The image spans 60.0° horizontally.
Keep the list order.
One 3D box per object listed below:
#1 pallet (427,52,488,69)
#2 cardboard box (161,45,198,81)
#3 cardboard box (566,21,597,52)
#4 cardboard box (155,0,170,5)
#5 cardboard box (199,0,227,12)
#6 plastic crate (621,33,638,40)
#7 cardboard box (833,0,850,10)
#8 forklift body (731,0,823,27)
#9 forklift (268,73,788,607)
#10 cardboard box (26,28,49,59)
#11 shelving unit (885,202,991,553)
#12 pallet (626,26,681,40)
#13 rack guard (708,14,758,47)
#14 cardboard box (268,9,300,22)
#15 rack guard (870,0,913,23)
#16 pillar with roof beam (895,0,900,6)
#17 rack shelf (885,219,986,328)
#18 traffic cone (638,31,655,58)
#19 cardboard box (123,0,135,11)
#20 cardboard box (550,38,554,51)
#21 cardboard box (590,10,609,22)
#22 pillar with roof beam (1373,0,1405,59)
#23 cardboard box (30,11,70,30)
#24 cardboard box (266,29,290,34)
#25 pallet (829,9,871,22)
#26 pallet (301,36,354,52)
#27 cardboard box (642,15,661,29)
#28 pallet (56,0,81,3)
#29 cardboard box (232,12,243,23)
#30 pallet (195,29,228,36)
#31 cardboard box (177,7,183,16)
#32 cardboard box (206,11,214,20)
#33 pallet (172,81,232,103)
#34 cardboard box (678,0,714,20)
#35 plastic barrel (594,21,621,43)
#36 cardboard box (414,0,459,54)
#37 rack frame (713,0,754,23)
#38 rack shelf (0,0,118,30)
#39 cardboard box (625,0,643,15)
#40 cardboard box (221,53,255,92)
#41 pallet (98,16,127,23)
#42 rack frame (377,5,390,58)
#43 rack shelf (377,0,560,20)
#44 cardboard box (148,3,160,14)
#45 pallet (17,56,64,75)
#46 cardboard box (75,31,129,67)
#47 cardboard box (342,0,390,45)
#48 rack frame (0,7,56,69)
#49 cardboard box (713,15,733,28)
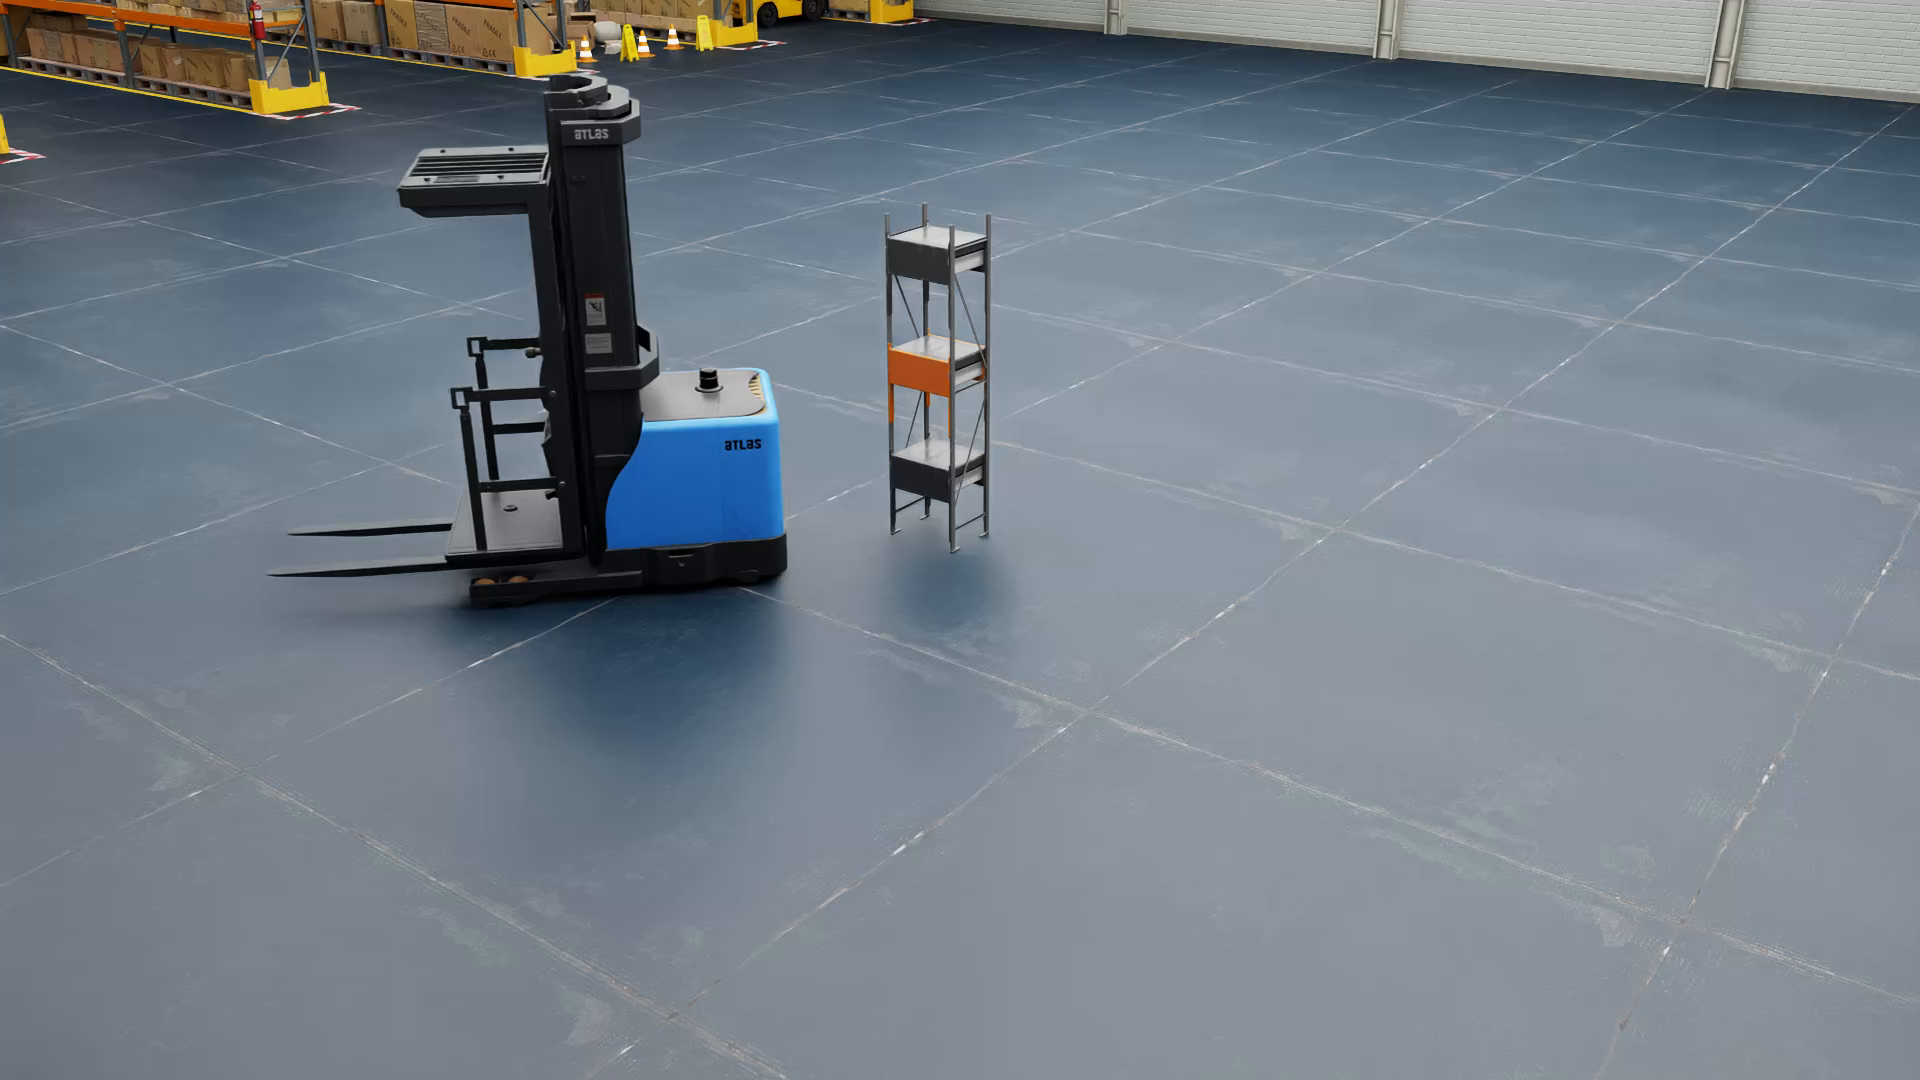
[{"bbox_3d":[-9.049,-8.905,30.700,1.213,0.211,1.003,17,29,33],"label":"pallet"},{"bbox_3d":[-12.888,-7.912,27.567,0.500,0.500,0.500,-16,28,-31],"label":"cardboard box"},{"bbox_3d":[-7.427,-9.805,32.380,0.637,0.503,0.797,-1,24,-3],"label":"cardboard box"},{"bbox_3d":[-12.485,-8.942,26.832,0.500,0.500,0.875,17,29,33],"label":"cardboard box"},{"bbox_3d":[-11.342,-8.548,25.938,0.500,0.500,0.875,17,29,33],"label":"cardboard box"},{"bbox_3d":[-6.939,-10.327,34.088,0.583,0.080,0.402,7,25,15],"label":"plastic crate"},{"bbox_3d":[-2.487,-12.011,37.179,0.500,0.250,0.500,17,29,33],"label":"cardboard box"},{"bbox_3d":[-4.140,-12.424,36.279,1.214,2.155,2.313,17,29,33],"label":"forklift body"},{"bbox_3d":[-2.622,-1.172,9.775,3.031,2.935,1.130,-4,24,-9],"label":"forklift"},{"bbox_3d":[-16.300,-8.979,29.963,0.500,0.500,0.700,15,28,31],"label":"cardboard box"},{"bbox_3d":[-0.132,-1.001,10.418,0.503,2.100,0.431,17,29,33],"label":"shelving unit"},{"bbox_3d":[-6.165,-10.585,34.512,1.213,0.211,1.003,17,29,33],"label":"pallet"},{"bbox_3d":[-4.564,-10.214,33.312,0.348,0.500,1.175,17,29,33],"label":"rack guard"},{"bbox_3d":[-10.531,-8.173,25.891,0.250,0.149,0.380,17,29,33],"label":"cardboard box"},{"bbox_3d":[-1.510,-11.792,36.894,0.348,0.500,1.175,17,29,33],"label":"rack guard"},{"bbox_3d":[-4.127,-14.758,33.083,0.400,9.000,9.100,17,29,33],"label":"pillar with roof beam"},{"bbox_3d":[-0.132,-1.629,10.141,0.480,0.518,0.431,17,29,33],"label":"rack shelf"},{"bbox_3d":[-6.014,-9.426,31.570,0.334,0.463,0.336,17,29,33],"label":"traffic cone"},{"bbox_3d":[-13.463,-8.781,27.271,0.250,0.149,0.380,17,29,33],"label":"cardboard box"},{"bbox_3d":[-8.111,-9.613,32.238,0.396,0.266,0.258,-21,31,-39],"label":"cardboard box"},{"bbox_3d":[-7.393,-11.011,34.910,0.500,0.250,0.500,15,28,31],"label":"cardboard box"},{"bbox_3d":[5.475,-11.856,26.497,0.400,9.000,9.100,17,29,33],"label":"pillar with roof beam"},{"bbox_3d":[-16.294,-9.325,29.819,0.500,0.250,0.500,18,30,35],"label":"cardboard box"},{"bbox_3d":[-13.359,-10.639,33.446,0.750,0.750,1.050,16,29,33],"label":"cardboard box"},{"bbox_3d":[-2.166,-11.837,37.355,1.213,0.211,1.003,17,29,33],"label":"pallet"},{"bbox_3d":[-12.235,-9.867,32.881,1.213,0.211,1.003,17,29,33],"label":"pallet"},{"bbox_3d":[-6.143,-10.635,34.056,0.500,0.250,0.500,16,28,31],"label":"cardboard box"},{"bbox_3d":[-15.239,-9.524,28.883,1.213,0.211,1.003,17,29,33],"label":"pallet"},{"bbox_3d":[-10.998,-8.090,25.703,0.250,0.149,0.380,17,29,33],"label":"cardboard box"},{"bbox_3d":[-15.389,-10.861,35.139,1.213,0.211,1.003,17,29,33],"label":"pallet"},{"bbox_3d":[-12.220,-8.441,26.500,0.250,0.149,0.380,17,29,33],"label":"cardboard box"},{"bbox_3d":[-11.595,-8.273,26.119,0.250,0.149,0.380,17,29,33],"label":"cardboard box"},{"bbox_3d":[-12.108,-7.388,27.255,1.213,0.211,1.003,17,29,33],"label":"pallet"},{"bbox_3d":[-5.300,-10.726,33.334,0.500,0.500,0.500,17,29,34],"label":"cardboard box"},{"bbox_3d":[-7.064,-10.172,33.311,0.512,0.421,0.421,-5,24,-12],"label":"plastic barrel"},{"bbox_3d":[-9.407,-9.514,30.737,0.875,0.875,0.875,17,29,34],"label":"cardboard box"},{"bbox_3d":[-4.503,-11.340,32.766,0.127,3.000,1.000,17,29,33],"label":"rack frame"},{"bbox_3d":[-15.247,-9.264,28.948,4.000,0.370,1.077,17,29,33],"label":"rack shelf"},{"bbox_3d":[-6.544,-11.103,34.188,0.500,0.500,0.500,19,30,36],"label":"cardboard box"},{"bbox_3d":[-11.435,-7.481,26.587,0.500,0.500,0.500,-17,29,-34],"label":"cardboard box"},{"bbox_3d":[-18.532,-11.790,37.246,1.213,0.211,1.003,17,29,33],"label":"pallet"},{"bbox_3d":[-10.591,-10.685,31.282,0.127,3.000,1.000,17,29,33],"label":"rack frame"},{"bbox_3d":[-8.991,-9.873,30.329,4.000,0.370,1.077,17,29,33],"label":"rack shelf"},{"bbox_3d":[-12.865,-8.598,26.856,0.250,0.149,0.380,17,29,33],"label":"cardboard box"},{"bbox_3d":[-16.223,-8.611,30.033,1.213,0.211,1.003,17,29,33],"label":"pallet"},{"bbox_3d":[-14.944,-8.579,29.055,0.500,0.500,0.700,14,27,29],"label":"cardboard box"},{"bbox_3d":[-11.142,-9.969,31.925,0.750,0.750,1.050,17,29,33],"label":"cardboard box"},{"bbox_3d":[-16.848,-10.077,29.900,0.127,3.000,1.000,17,29,33],"label":"rack frame"},{"bbox_3d":[-4.982,-10.558,33.881,0.500,0.250,0.500,17,29,33],"label":"cardboard box"}]
